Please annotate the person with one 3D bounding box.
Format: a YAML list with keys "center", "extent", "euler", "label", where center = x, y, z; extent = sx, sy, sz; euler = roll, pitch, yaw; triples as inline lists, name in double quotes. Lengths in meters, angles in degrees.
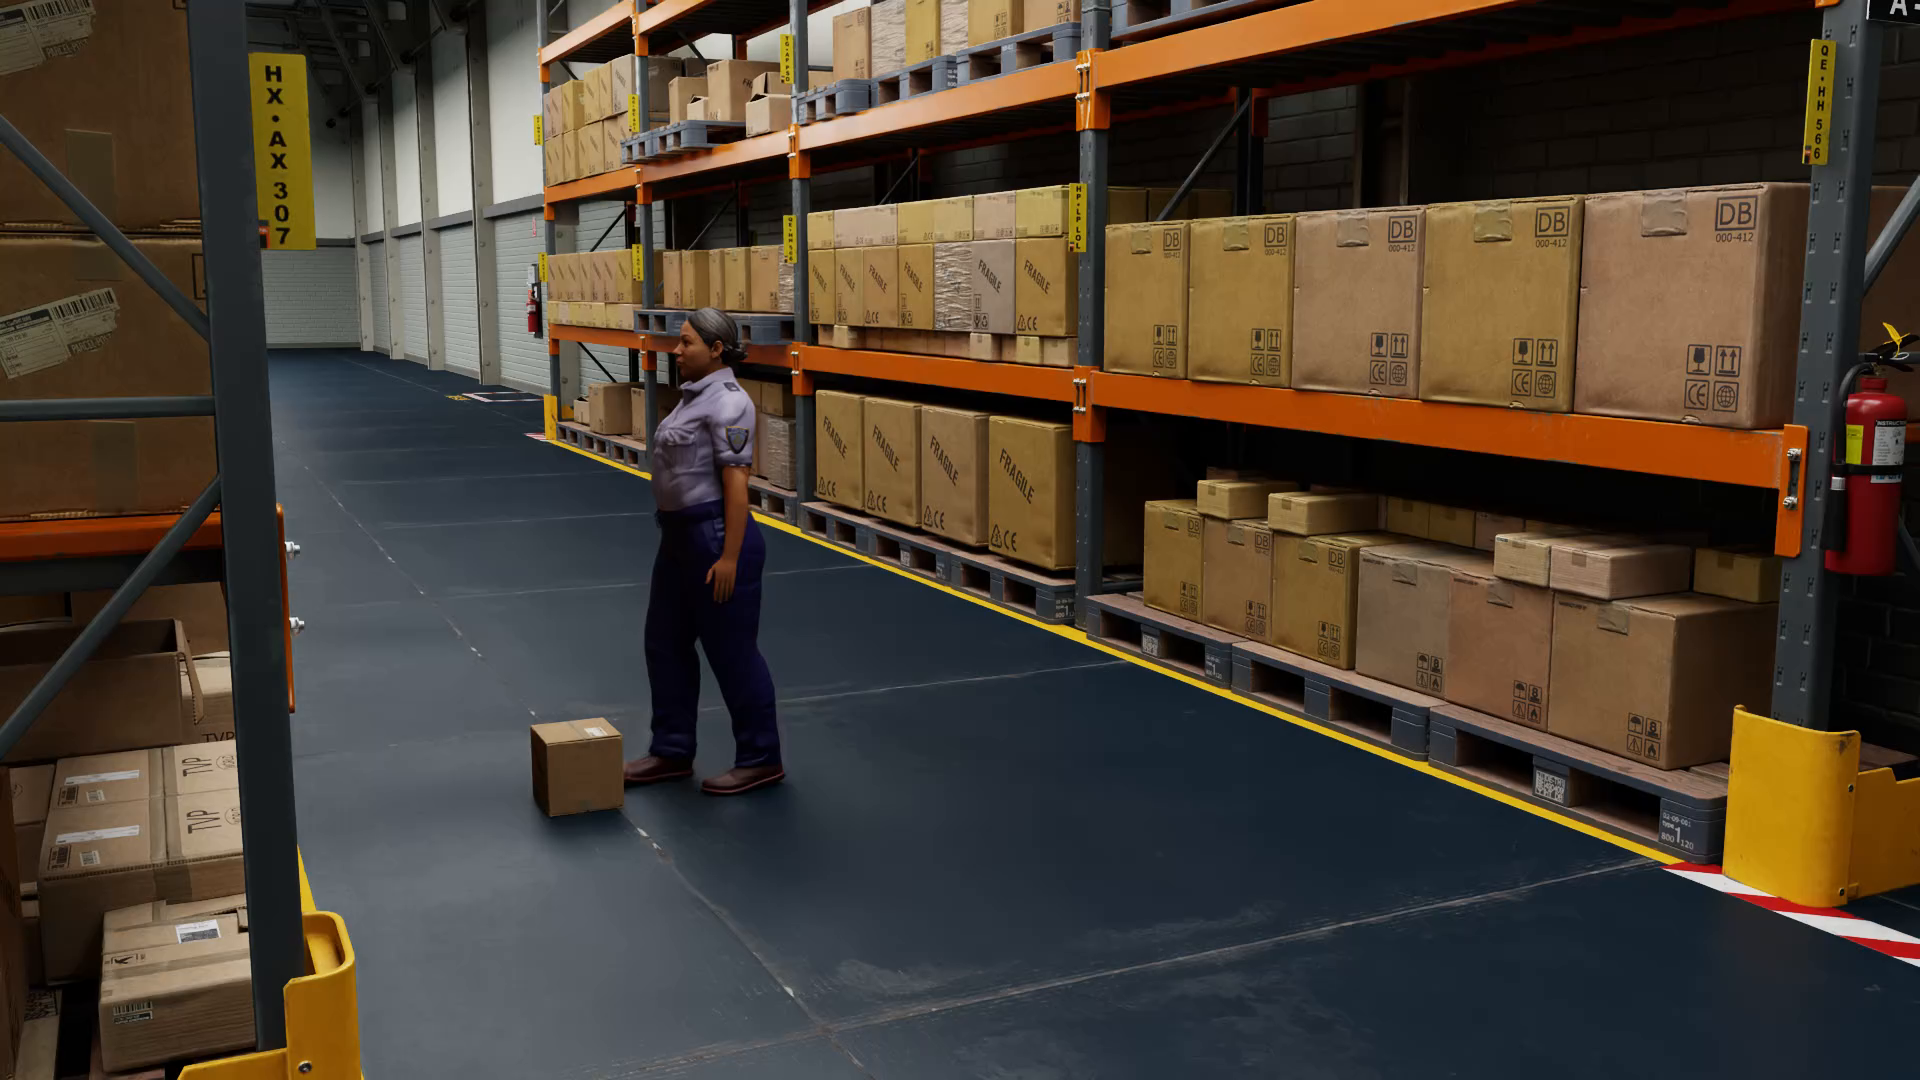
- center: [-0.905, 0.043, 5.638]
  extent: [0.561, 1.643, 0.477]
  euler: [-4, 10, -25]
  label: "person"
